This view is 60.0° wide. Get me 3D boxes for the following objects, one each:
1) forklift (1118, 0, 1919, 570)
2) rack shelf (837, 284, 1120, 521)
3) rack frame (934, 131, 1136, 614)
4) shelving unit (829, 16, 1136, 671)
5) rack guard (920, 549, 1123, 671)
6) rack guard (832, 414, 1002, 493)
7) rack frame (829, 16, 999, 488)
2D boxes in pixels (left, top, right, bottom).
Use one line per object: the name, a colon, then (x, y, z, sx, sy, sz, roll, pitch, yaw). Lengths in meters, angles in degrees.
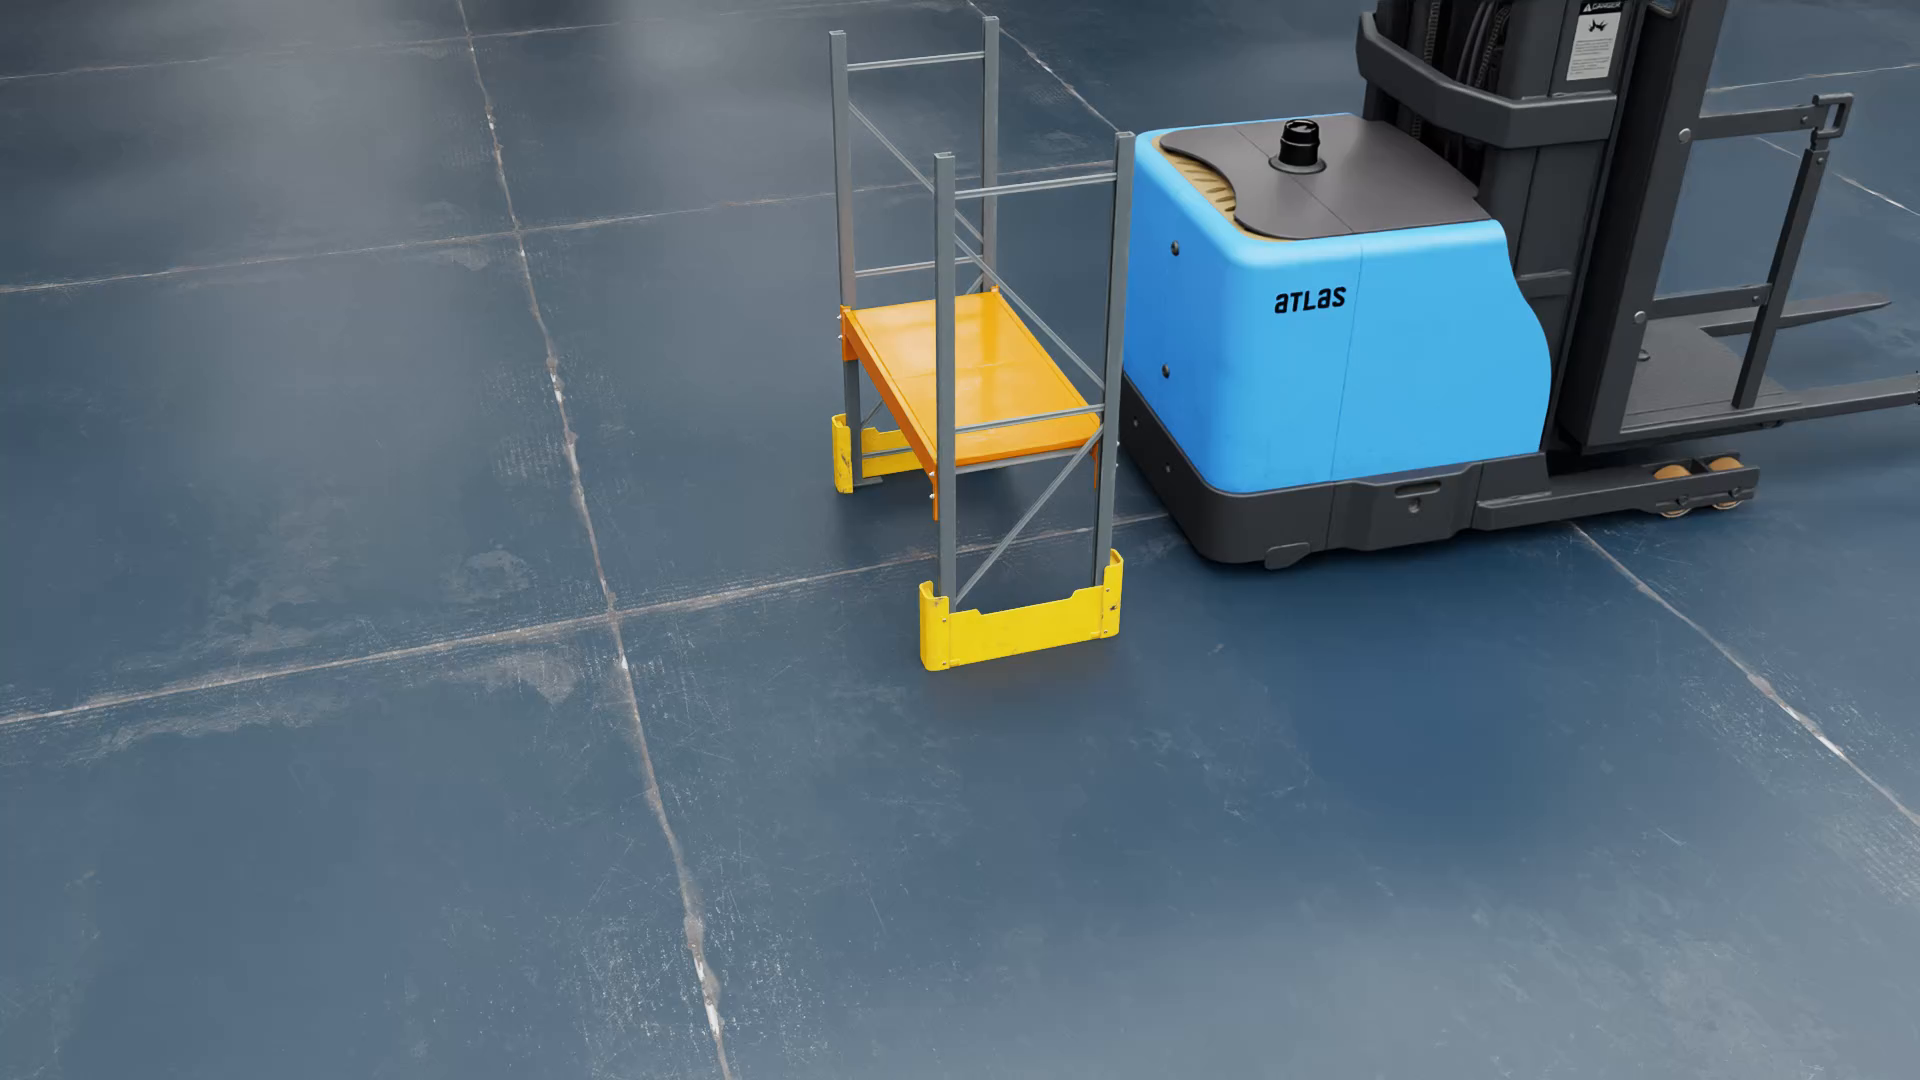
forklift: (2.080, -1.568, 4.965, 3.031, 2.935, 1.130, -8, 34, -12)
rack shelf: (0.026, -0.431, 4.868, 0.538, 0.185, 1.000, -10, 35, -15)
rack frame: (0.181, -0.314, 4.365, 0.500, 1.500, 0.032, -10, 35, -15)
shelving unit: (0.023, -0.586, 4.776, 0.587, 1.500, 1.083, -10, 35, -15)
rack guard: (0.175, 0.197, 4.725, 0.587, 0.250, 0.087, -10, 35, -15)
rack guard: (-0.129, -0.326, 5.516, 0.587, 0.250, 0.087, -10, 35, -15)
rack frame: (-0.129, -0.848, 5.173, 0.500, 1.500, 0.032, -10, 35, -15)
